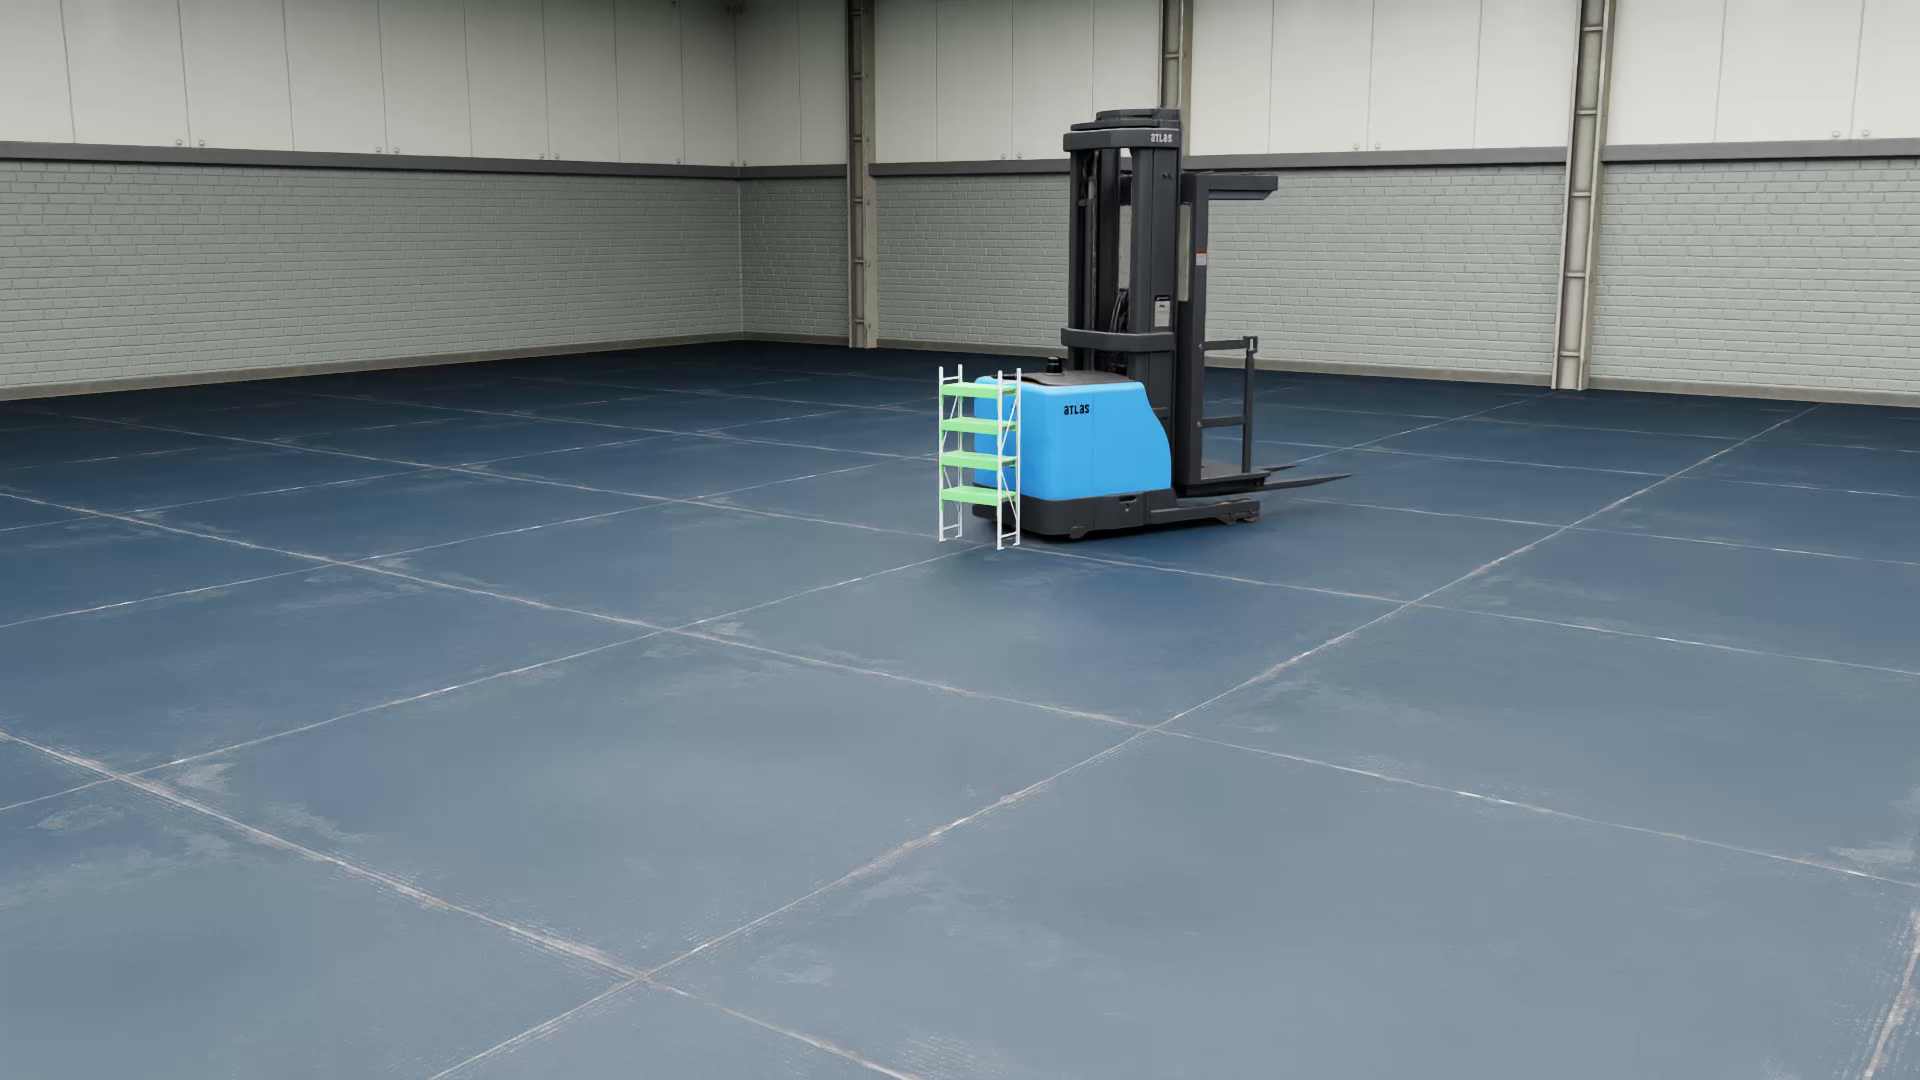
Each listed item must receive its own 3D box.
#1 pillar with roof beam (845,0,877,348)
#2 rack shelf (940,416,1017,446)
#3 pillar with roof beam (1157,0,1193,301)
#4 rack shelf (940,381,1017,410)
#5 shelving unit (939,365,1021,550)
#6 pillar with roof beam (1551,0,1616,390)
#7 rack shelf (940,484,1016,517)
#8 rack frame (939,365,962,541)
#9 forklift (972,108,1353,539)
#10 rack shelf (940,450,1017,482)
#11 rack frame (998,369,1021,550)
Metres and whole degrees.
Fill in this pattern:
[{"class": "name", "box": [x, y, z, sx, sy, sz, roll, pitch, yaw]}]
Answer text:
[{"class": "pillar with roof beam", "box": [-4.222, -7.097, 24.524, 0.400, 9.000, 9.100, 8, 13, 36]}, {"class": "rack shelf", "box": [0.133, -0.743, 11.286, 0.480, 0.148, 0.258, 8, 13, 36]}, {"class": "pillar with roof beam", "box": [0.614, -6.423, 21.037, 0.400, 9.000, 9.100, 8, 13, 36]}, {"class": "rack shelf", "box": [0.133, -0.979, 11.240, 0.480, 0.148, 0.258, 8, 13, 36]}, {"class": "shelving unit", "box": [0.133, -0.570, 11.320, 0.503, 1.200, 0.258, 8, 13, 36]}, {"class": "pillar with roof beam", "box": [5.450, -5.748, 17.550, 0.400, 9.000, 9.100, 8, 13, 36]}, {"class": "rack shelf", "box": [0.133, -0.272, 11.377, 0.480, 0.148, 0.258, 8, 13, 36]}, {"class": "rack frame", "box": [-0.063, -0.598, 11.461, 0.015, 1.200, 0.240, 8, 13, 36]}, {"class": "forklift", "box": [1.609, -1.630, 12.239, 3.031, 2.935, 1.130, -7, 13, -31]}, {"class": "rack shelf", "box": [0.133, -0.508, 11.332, 0.480, 0.148, 0.258, 8, 13, 36]}, {"class": "rack frame", "box": [0.330, -0.543, 11.178, 0.015, 1.200, 0.240, 8, 13, 36]}]
